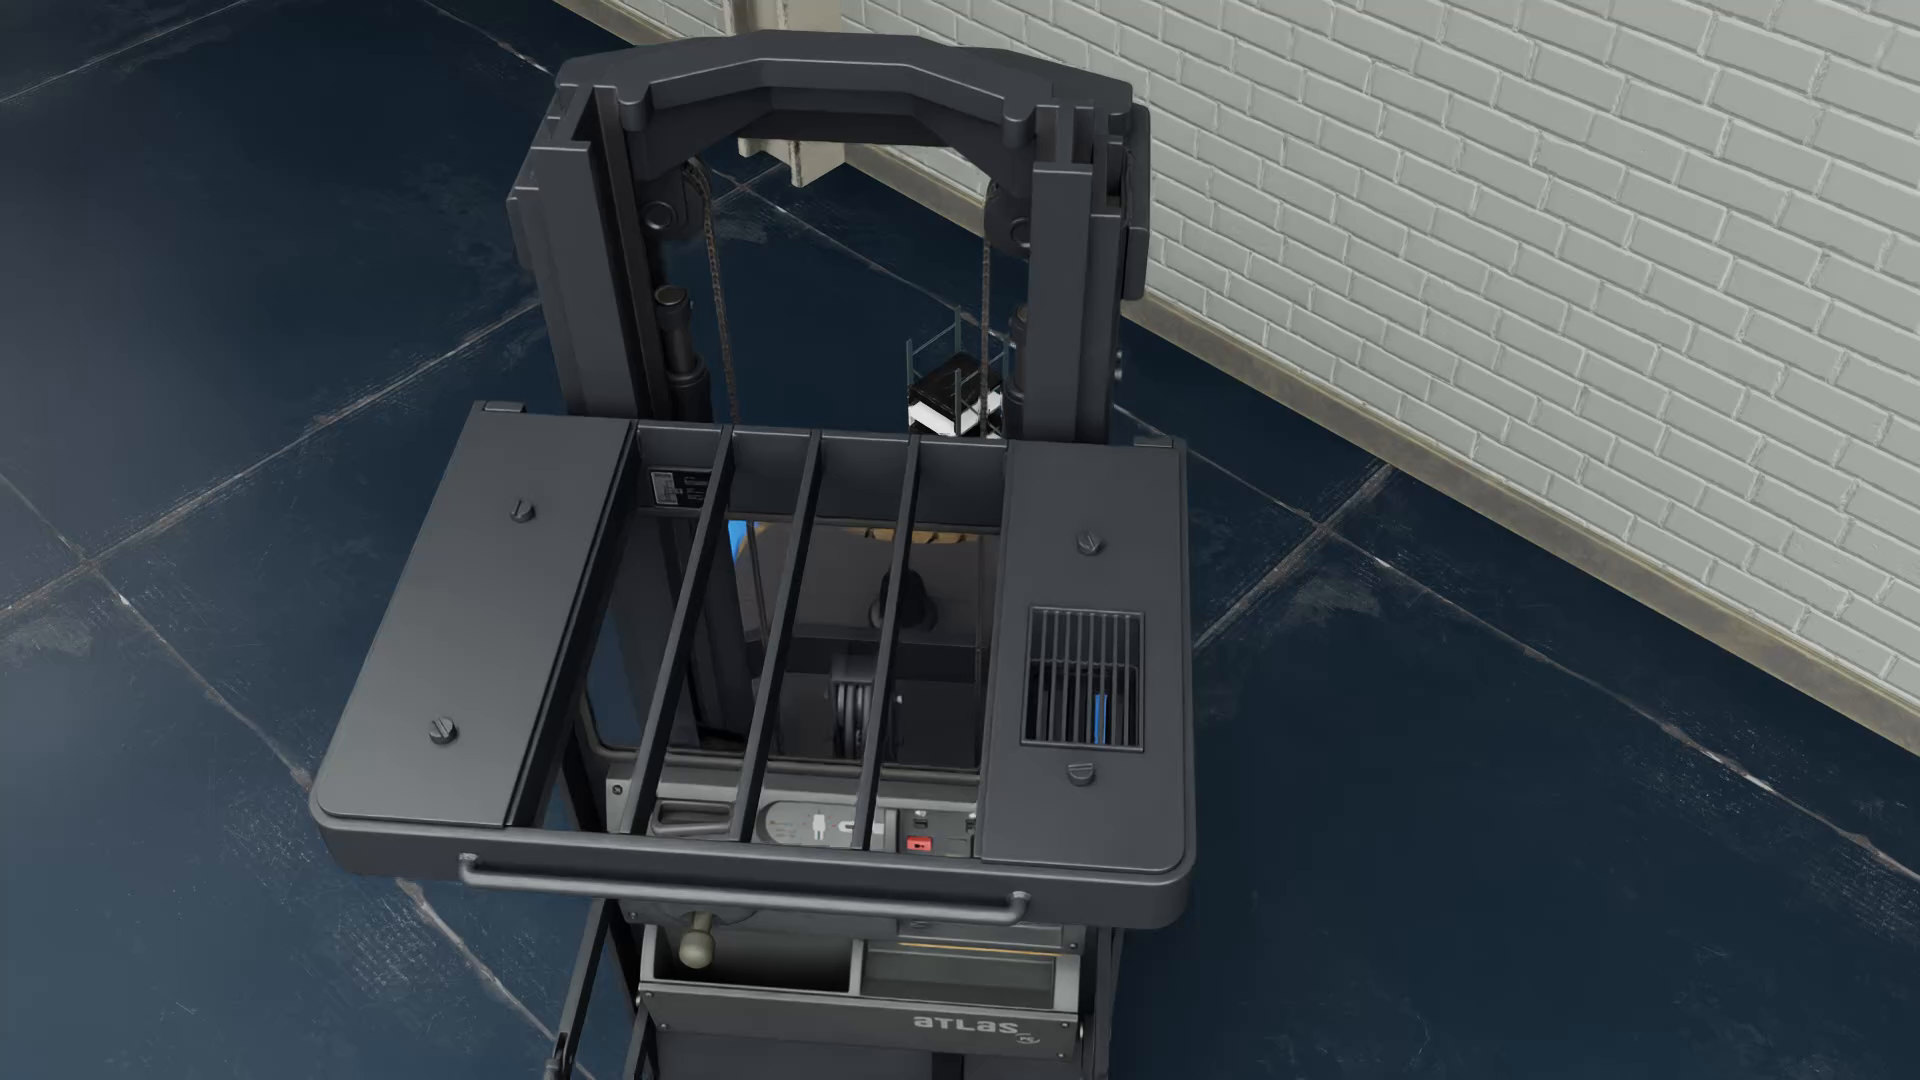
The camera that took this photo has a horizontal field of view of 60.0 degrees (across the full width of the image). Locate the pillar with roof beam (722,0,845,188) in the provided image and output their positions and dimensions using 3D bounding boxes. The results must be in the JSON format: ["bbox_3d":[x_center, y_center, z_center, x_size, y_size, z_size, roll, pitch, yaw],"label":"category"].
[{"bbox_3d":[-3.652,-2.472,1.898,0.400,9.000,9.100,34,55,28],"label":"pillar with roof beam"}]

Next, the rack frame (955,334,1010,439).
[{"bbox_3d":[0.069,-0.262,5.379,0.006,0.900,0.240,34,55,28],"label":"rack frame"}]

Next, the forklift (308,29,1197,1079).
[{"bbox_3d":[-0.226,0.743,3.042,1.130,2.935,3.031,3,47,3],"label":"forklift"}]

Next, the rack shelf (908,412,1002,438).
[{"bbox_3d":[-0.006,-0.351,5.384,0.200,0.077,0.258,34,55,28],"label":"rack shelf"}]

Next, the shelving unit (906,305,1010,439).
[{"bbox_3d":[-0.006,-0.312,5.426,0.210,0.900,0.258,34,55,28],"label":"shelving unit"}]

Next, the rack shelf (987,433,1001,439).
[{"bbox_3d":[-0.006,-0.289,5.450,0.200,0.077,0.258,34,55,28],"label":"rack shelf"}]

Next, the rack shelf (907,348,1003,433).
[{"bbox_3d":[-0.006,-0.474,5.253,0.200,0.077,0.258,34,55,28],"label":"rack shelf"}]

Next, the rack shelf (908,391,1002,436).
[{"bbox_3d":[-0.006,-0.412,5.319,0.200,0.077,0.258,34,55,28],"label":"rack shelf"}]

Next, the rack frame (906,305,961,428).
[{"bbox_3d":[-0.081,-0.362,5.473,0.006,0.900,0.240,34,55,28],"label":"rack frame"}]
